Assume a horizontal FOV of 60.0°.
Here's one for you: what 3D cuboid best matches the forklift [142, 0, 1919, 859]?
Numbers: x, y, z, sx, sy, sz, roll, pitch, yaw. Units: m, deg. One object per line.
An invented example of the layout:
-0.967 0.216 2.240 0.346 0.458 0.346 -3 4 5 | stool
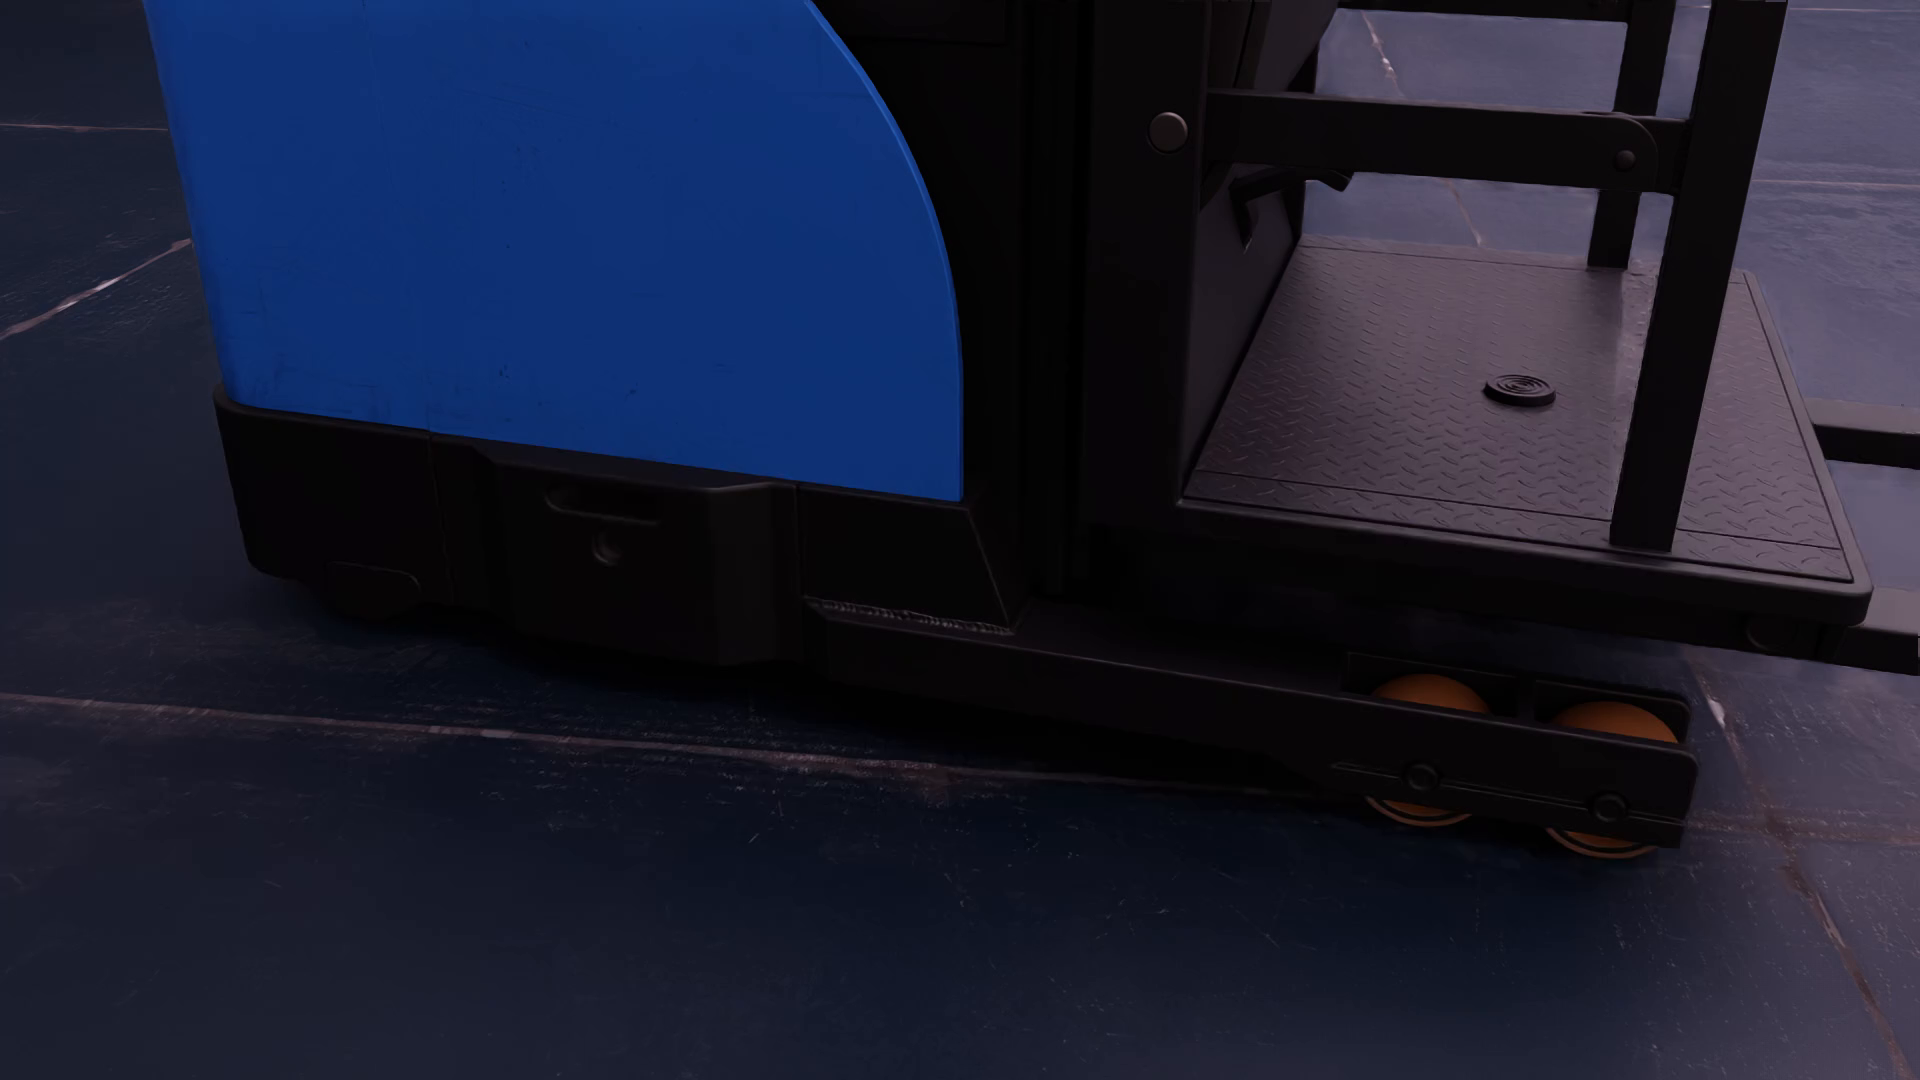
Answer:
0.584 -1.232 1.686 3.031 2.935 1.130 8 28 15 | forklift
